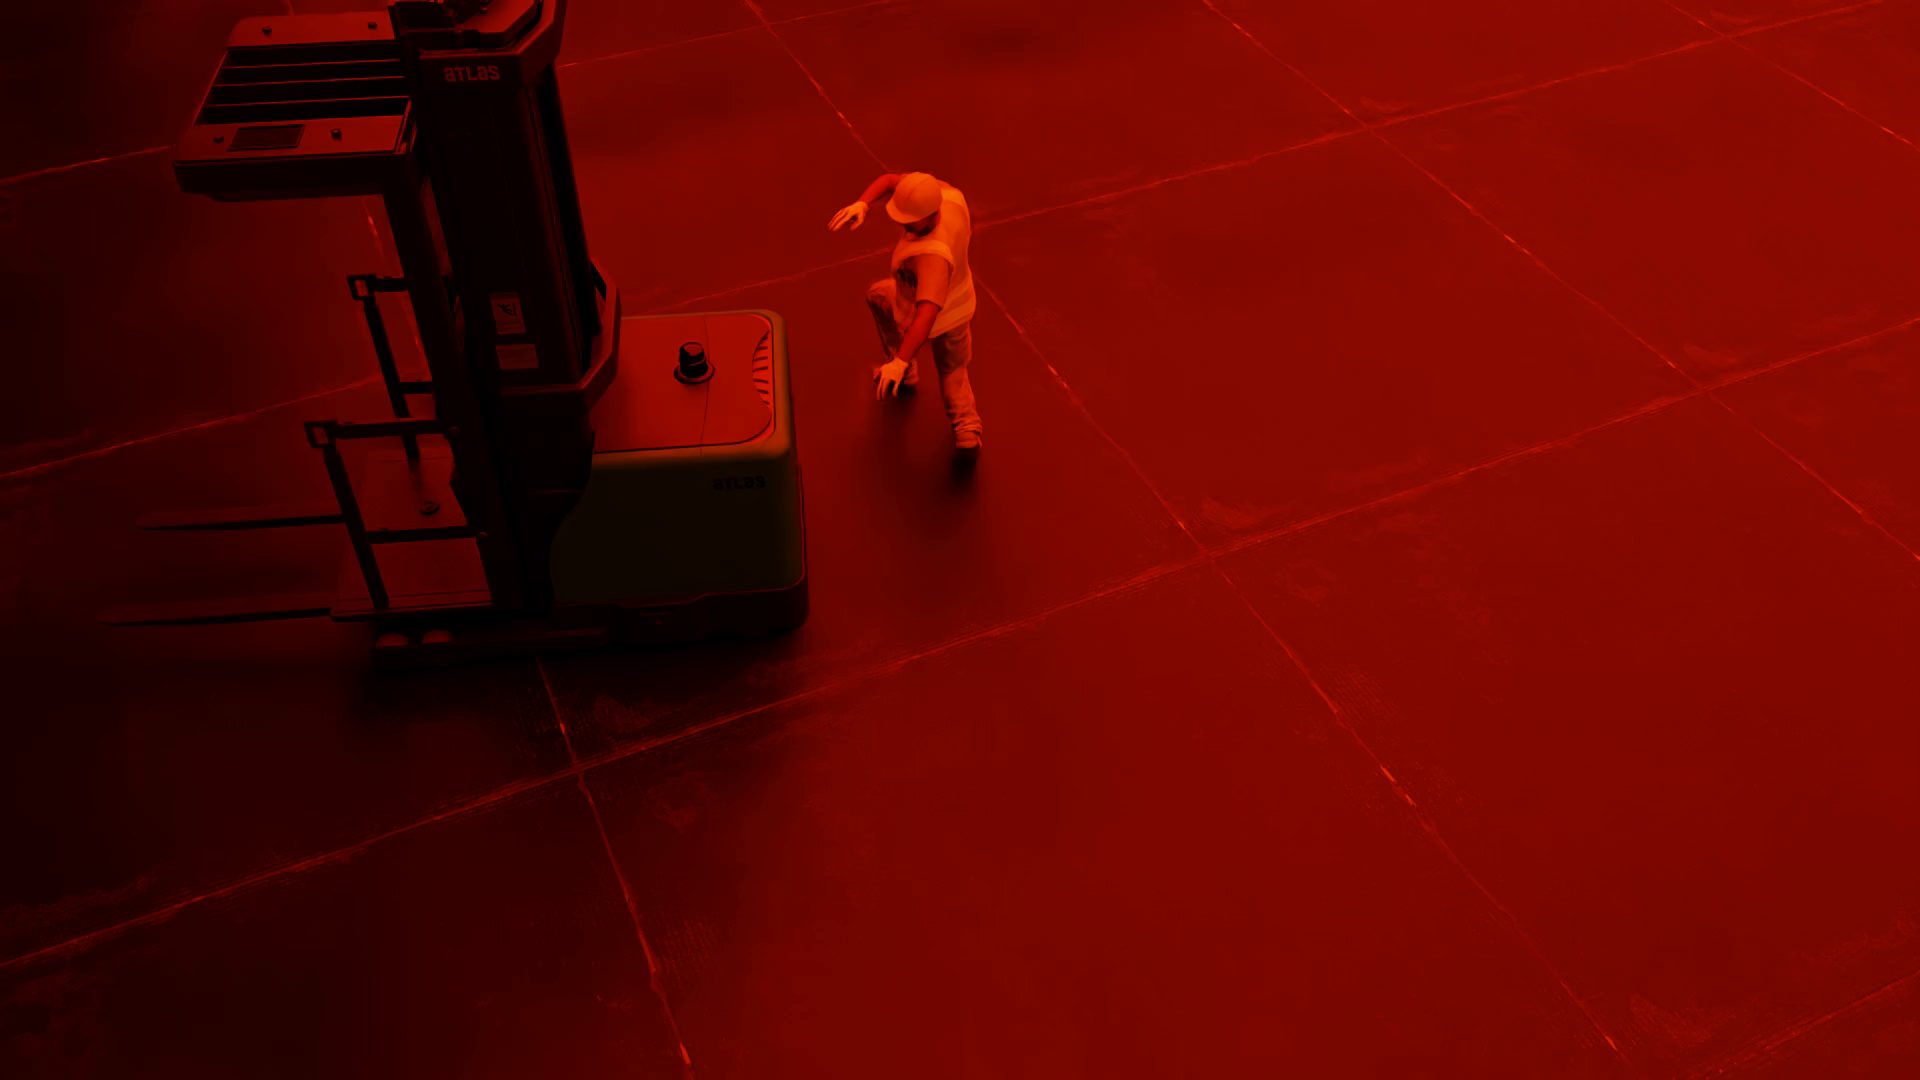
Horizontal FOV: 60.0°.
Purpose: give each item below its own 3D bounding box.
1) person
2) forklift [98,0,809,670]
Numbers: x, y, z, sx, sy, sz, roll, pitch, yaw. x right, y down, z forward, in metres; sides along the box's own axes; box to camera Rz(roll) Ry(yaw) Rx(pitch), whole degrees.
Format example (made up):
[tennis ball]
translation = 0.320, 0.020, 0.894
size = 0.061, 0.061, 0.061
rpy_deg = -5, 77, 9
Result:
[person]
translation = -0.284, -1.085, 7.913
size = 0.843, 1.513, 0.993
rpy_deg = -30, 51, -28
[forklift]
translation = -2.222, -0.889, 6.633
size = 3.031, 2.935, 1.130
rpy_deg = -4, 43, -4
